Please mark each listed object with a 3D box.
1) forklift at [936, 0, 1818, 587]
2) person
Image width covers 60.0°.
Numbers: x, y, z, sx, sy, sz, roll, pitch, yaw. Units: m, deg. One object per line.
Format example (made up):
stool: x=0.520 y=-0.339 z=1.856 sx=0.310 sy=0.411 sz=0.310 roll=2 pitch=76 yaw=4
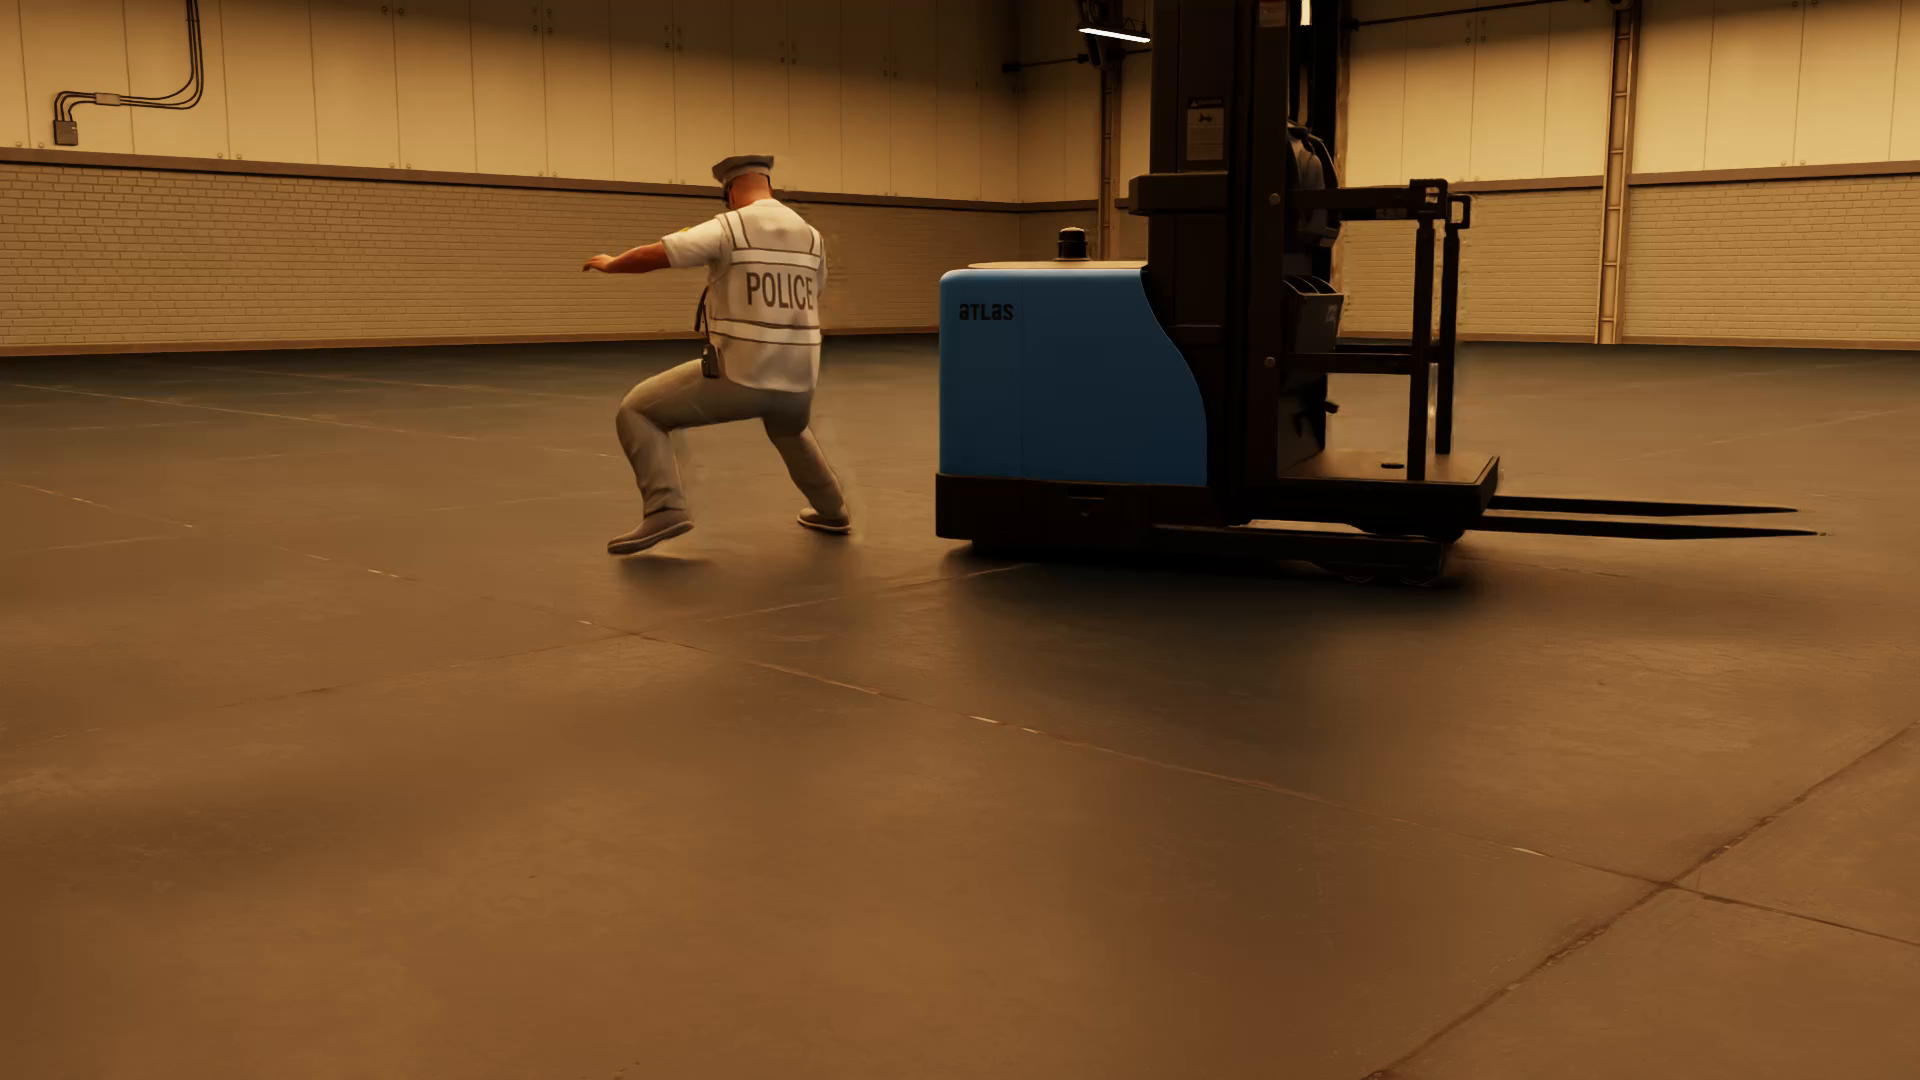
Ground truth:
forklift: x=1.478 y=-1.379 z=6.032 sx=3.031 sy=2.935 sz=1.130 roll=3 pitch=9 yaw=21
person: x=-0.881 y=-0.725 z=6.452 sx=1.151 sy=1.497 sz=0.746 roll=-6 pitch=11 yaw=-36
